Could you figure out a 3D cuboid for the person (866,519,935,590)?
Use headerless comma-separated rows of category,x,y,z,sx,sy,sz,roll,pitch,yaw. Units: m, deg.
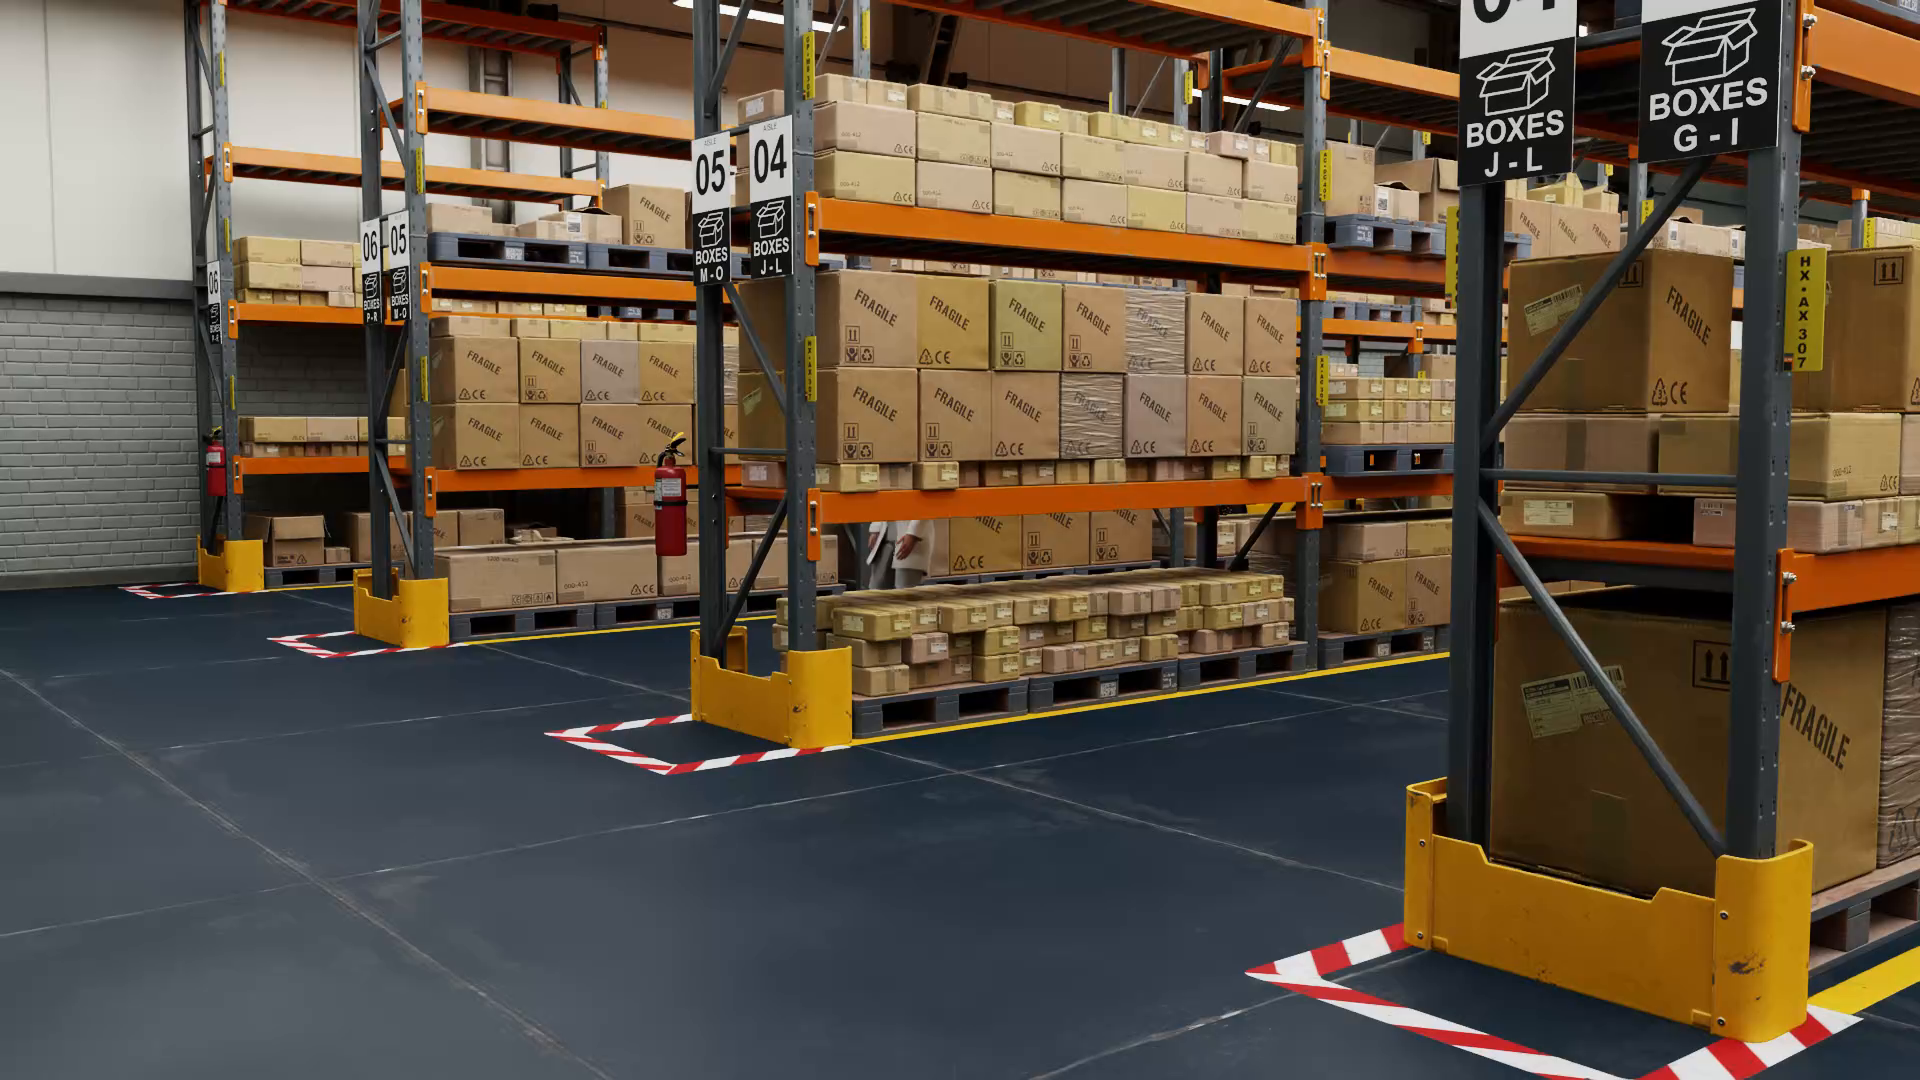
person,-0.387,0.001,11.355,0.425,1.727,0.591,-3,5,-38
